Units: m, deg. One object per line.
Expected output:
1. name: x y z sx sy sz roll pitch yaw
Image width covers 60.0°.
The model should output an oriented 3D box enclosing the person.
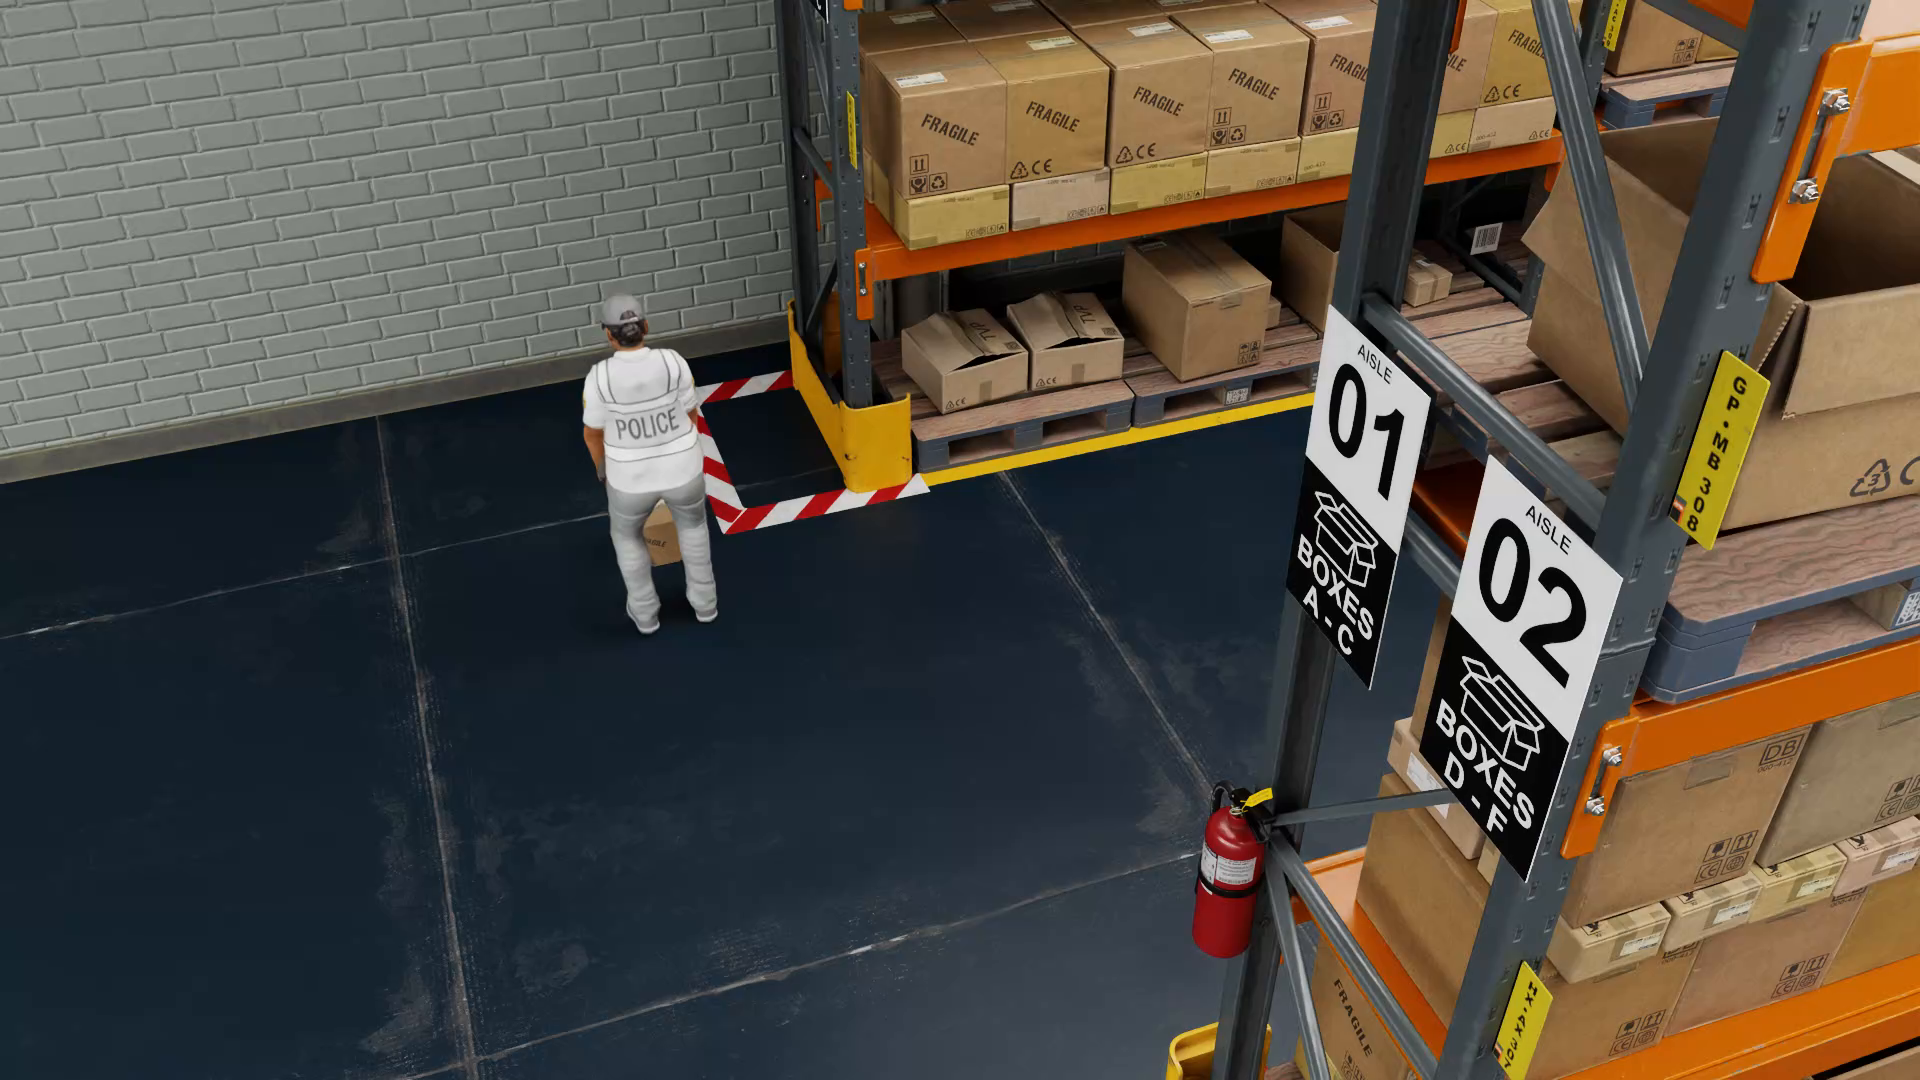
1. person: -1.353 -0.301 7.203 0.489 1.633 0.452 -12 39 -15
